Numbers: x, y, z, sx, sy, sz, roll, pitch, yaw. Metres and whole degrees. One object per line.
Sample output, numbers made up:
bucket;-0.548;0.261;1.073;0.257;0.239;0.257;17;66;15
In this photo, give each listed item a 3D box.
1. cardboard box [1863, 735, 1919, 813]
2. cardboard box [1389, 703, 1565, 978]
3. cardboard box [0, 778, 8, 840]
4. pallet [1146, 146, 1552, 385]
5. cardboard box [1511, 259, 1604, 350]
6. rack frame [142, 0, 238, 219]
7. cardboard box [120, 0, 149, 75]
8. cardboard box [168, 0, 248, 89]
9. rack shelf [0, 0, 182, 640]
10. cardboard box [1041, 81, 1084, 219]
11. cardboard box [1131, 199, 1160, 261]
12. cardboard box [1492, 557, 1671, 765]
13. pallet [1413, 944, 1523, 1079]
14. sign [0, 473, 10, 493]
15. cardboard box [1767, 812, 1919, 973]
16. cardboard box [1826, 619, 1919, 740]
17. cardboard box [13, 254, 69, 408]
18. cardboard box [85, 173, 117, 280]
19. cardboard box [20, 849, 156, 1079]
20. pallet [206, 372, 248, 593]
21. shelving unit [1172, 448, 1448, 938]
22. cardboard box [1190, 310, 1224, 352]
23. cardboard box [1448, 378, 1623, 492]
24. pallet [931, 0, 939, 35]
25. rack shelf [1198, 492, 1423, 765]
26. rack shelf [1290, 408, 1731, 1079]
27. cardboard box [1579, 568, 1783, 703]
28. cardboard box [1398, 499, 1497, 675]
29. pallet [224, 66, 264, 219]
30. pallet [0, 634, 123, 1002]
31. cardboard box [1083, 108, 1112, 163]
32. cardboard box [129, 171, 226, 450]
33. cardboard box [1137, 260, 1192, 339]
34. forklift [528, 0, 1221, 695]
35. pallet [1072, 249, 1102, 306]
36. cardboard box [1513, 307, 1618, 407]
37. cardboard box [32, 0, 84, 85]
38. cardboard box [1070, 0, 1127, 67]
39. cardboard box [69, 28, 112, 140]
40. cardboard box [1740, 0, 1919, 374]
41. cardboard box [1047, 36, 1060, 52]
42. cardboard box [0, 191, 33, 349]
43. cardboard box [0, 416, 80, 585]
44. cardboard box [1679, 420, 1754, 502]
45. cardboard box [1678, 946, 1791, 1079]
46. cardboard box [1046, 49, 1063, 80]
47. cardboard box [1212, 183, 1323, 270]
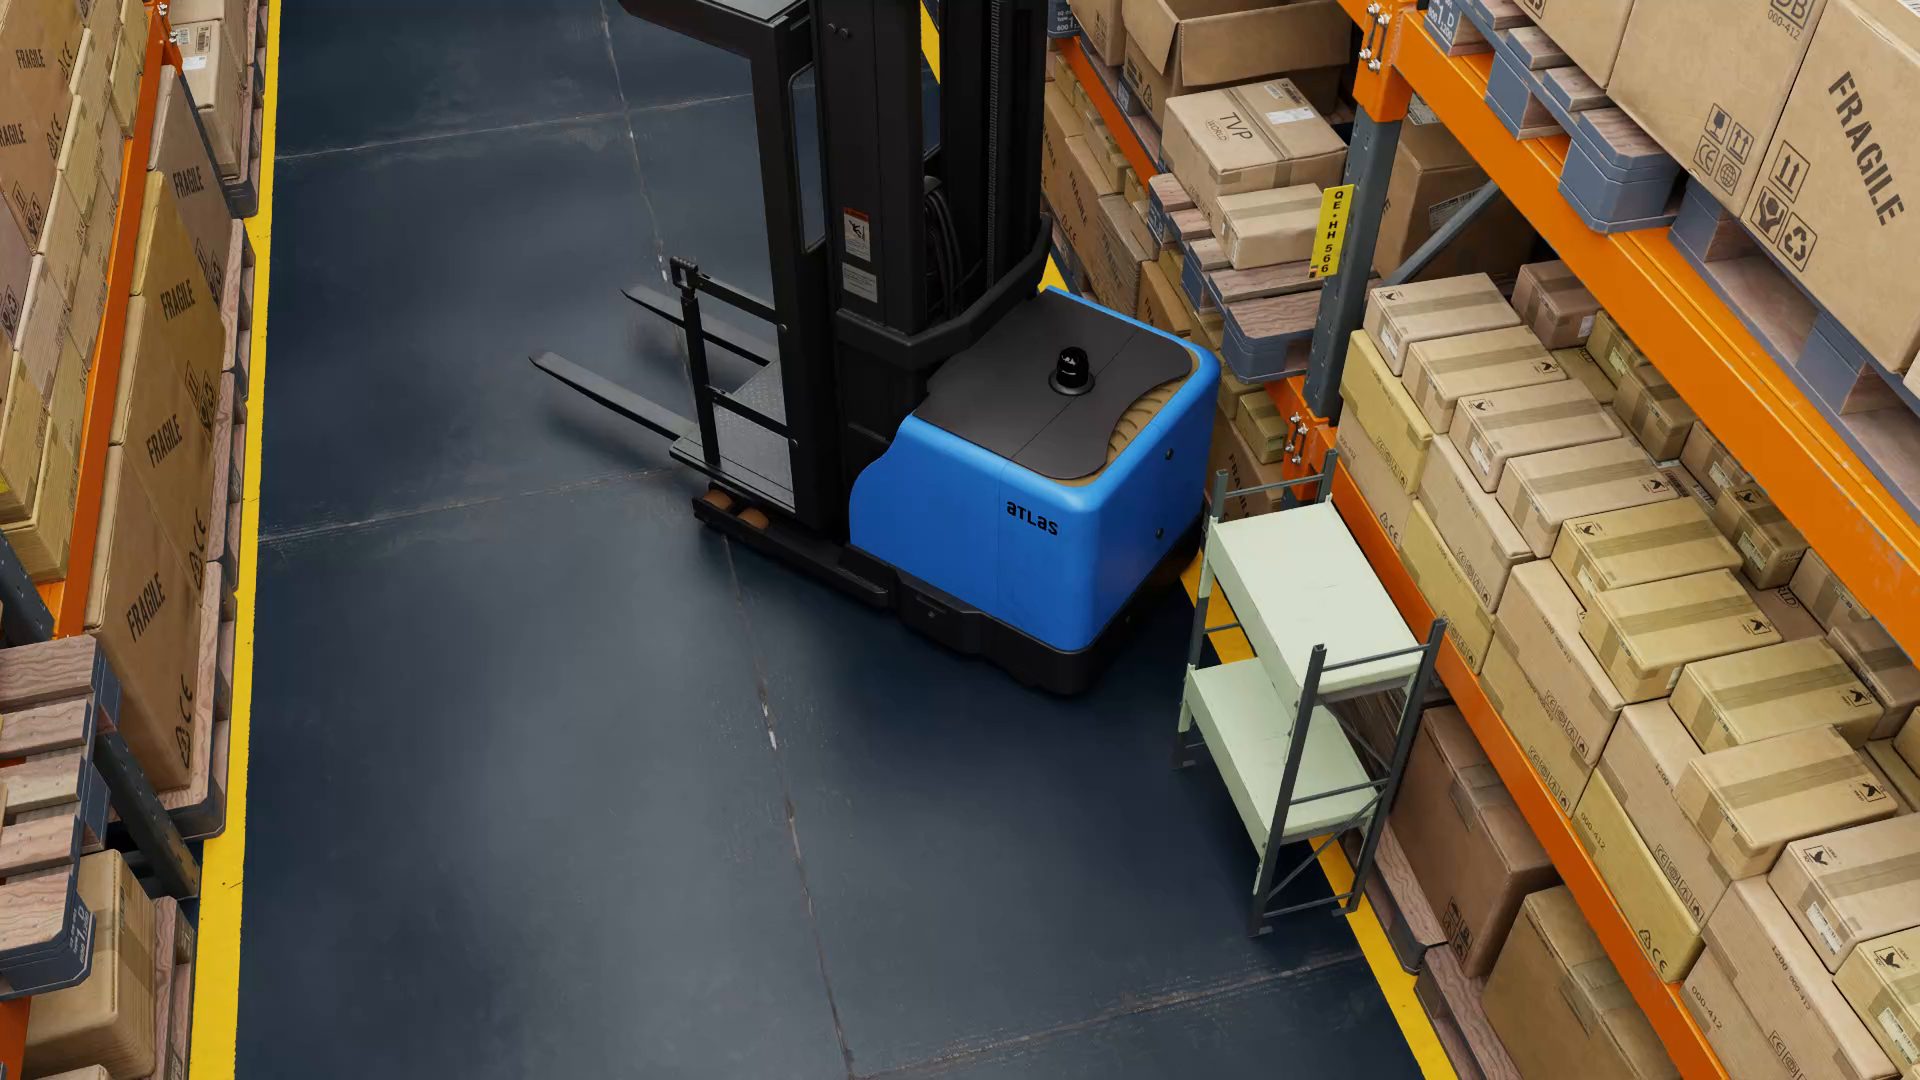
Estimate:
cardboard box;2.417;0.520;4.146;0.500;0.250;0.500;-12;47;-11
cardboard box;1.975;0.902;5.385;0.875;0.625;0.625;-9;46;-9
cardboard box;-2.586;0.707;4.090;0.380;0.149;0.250;-11;47;-11
pallet;1.412;-1.053;6.067;1.213;0.211;1.003;-11;47;-10
cardboard box;1.933;-0.740;5.101;0.380;0.149;0.250;-9;46;-9
rack frame;-4.168;-2.517;7.367;1.000;3.000;0.127;-11;47;-10
cardboard box;-3.809;-2.200;7.162;0.500;0.250;0.500;-12;47;-11
cardboard box;-4.454;-2.838;9.182;0.875;0.438;0.875;-12;47;-11
rack shelf;-3.656;-0.884;6.270;1.077;0.370;4.000;-11;47;-10
cardboard box;0.682;-1.958;8.275;0.500;0.500;0.500;-11;47;-11
cardboard box;0.970;-1.379;7.254;0.380;0.149;0.250;-13;47;-12
cardboard box;1.775;0.274;4.387;0.500;0.250;0.500;-12;47;-11
pallet;2.136;1.727;5.160;1.003;0.211;1.213;-11;47;-10
sign;-2.621;-0.238;4.379;0.100;0.325;0.005;-11;47;-10
cardboard box;2.020;0.762;3.629;0.380;0.149;0.250;-10;46;-10
cardboard box;2.344;0.317;4.066;0.380;0.149;0.250;-9;46;-9
cardboard box;-3.166;-0.629;5.272;0.500;0.250;0.500;-10;46;-9
cardboard box;-3.432;-1.141;6.124;0.500;0.250;0.500;-11;47;-10
cardboard box;-3.009;1.410;5.065;0.950;0.372;0.625;-14;47;-13
pallet;-3.581;-0.178;7.027;1.003;0.211;1.213;-11;47;-10
shelving unit;1.078;0.535;5.426;0.431;1.500;0.755;-11;47;-11
cardboard box;1.158;-0.831;6.717;0.380;0.149;0.250;-12;47;-12
cardboard box;1.611;-0.296;4.667;0.380;0.149;0.250;-10;46;-9
pallet;0.455;-2.925;9.720;1.003;0.211;1.213;-11;47;-10
rack shelf;1.078;0.262;5.147;0.431;0.370;0.720;-11;47;-11
rack shelf;2.166;0.968;4.456;1.077;0.370;4.000;-11;47;-10
cardboard box;1.791;0.236;4.145;0.380;0.149;0.250;-10;46;-9
cardboard box;1.655;0.087;4.921;0.500;0.250;0.500;-12;47;-11
pallet;-4.287;-2.080;8.891;1.003;0.211;1.213;-11;47;-10
pallet;-2.858;0.785;4.266;1.213;0.211;1.003;-11;47;-10
cardboard box;0.798;-1.911;7.775;0.380;0.149;0.250;-11;47;-10
cardboard box;-3.693;-0.884;6.961;0.875;0.875;0.875;-9;46;-9
cardboard box;1.083;-0.898;7.237;0.500;0.500;0.500;-9;46;-9
forklift;-0.514;-1.279;6.202;3.031;2.935;1.130;26;51;23
pallet;1.190;-1.052;7.884;1.003;0.211;1.213;-11;47;-10
cardboard box;2.037;-0.528;5.173;0.500;0.250;0.500;-10;46;-9
cardboard box;-3.560;-1.929;6.021;0.500;0.500;0.500;-9;46;-9
cardboard box;0.871;-2.334;6.824;0.700;0.500;0.500;-11;47;-11
cardboard box;-3.546;-1.679;6.301;0.500;0.250;0.500;-10;46;-9
cardboard box;1.864;-0.685;3.037;0.500;0.500;0.500;-10;46;-9
cardboard box;0.577;-2.563;8.206;0.380;0.149;0.250;-13;47;-12
cardboard box;-3.170;-0.866;4.979;0.500;0.500;0.500;-11;47;-10
cardboard box;-3.026;-0.086;5.090;0.500;0.250;0.500;-11;47;-11
cardboard box;2.245;-0.233;4.604;0.380;0.149;0.250;-12;47;-11
cardboard box;2.064;1.154;3.874;0.500;0.250;0.500;-10;47;-10
cardboard box;0.610;-2.452;8.306;0.380;0.149;0.250;-12;47;-11
cardboard box;1.115;-1.107;5.868;0.380;0.149;0.250;-10;46;-10
